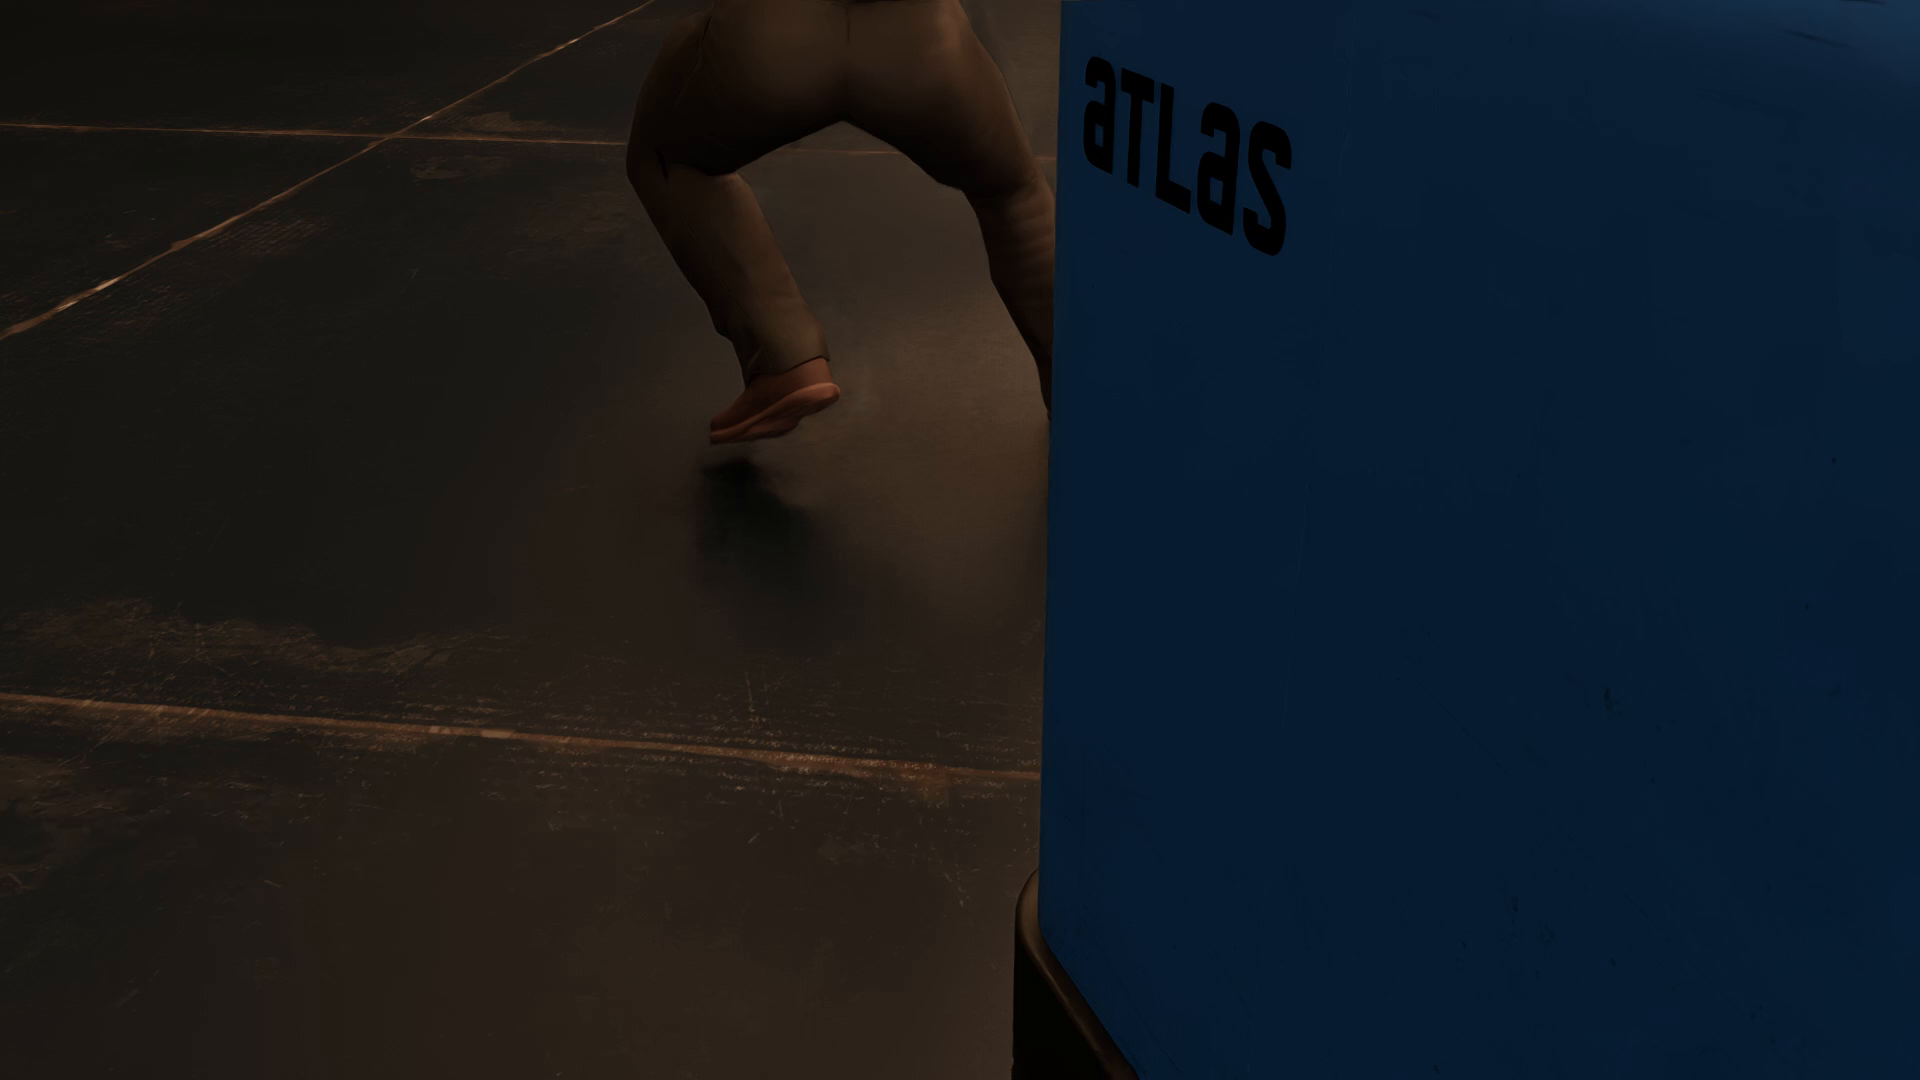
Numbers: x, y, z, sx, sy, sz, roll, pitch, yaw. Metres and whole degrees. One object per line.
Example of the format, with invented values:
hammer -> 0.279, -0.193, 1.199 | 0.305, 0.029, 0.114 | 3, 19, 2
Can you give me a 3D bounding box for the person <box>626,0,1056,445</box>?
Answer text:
person -> -0.138, -0.801, 2.450 | 0.860, 1.475, 0.686 | -4, 27, -7
